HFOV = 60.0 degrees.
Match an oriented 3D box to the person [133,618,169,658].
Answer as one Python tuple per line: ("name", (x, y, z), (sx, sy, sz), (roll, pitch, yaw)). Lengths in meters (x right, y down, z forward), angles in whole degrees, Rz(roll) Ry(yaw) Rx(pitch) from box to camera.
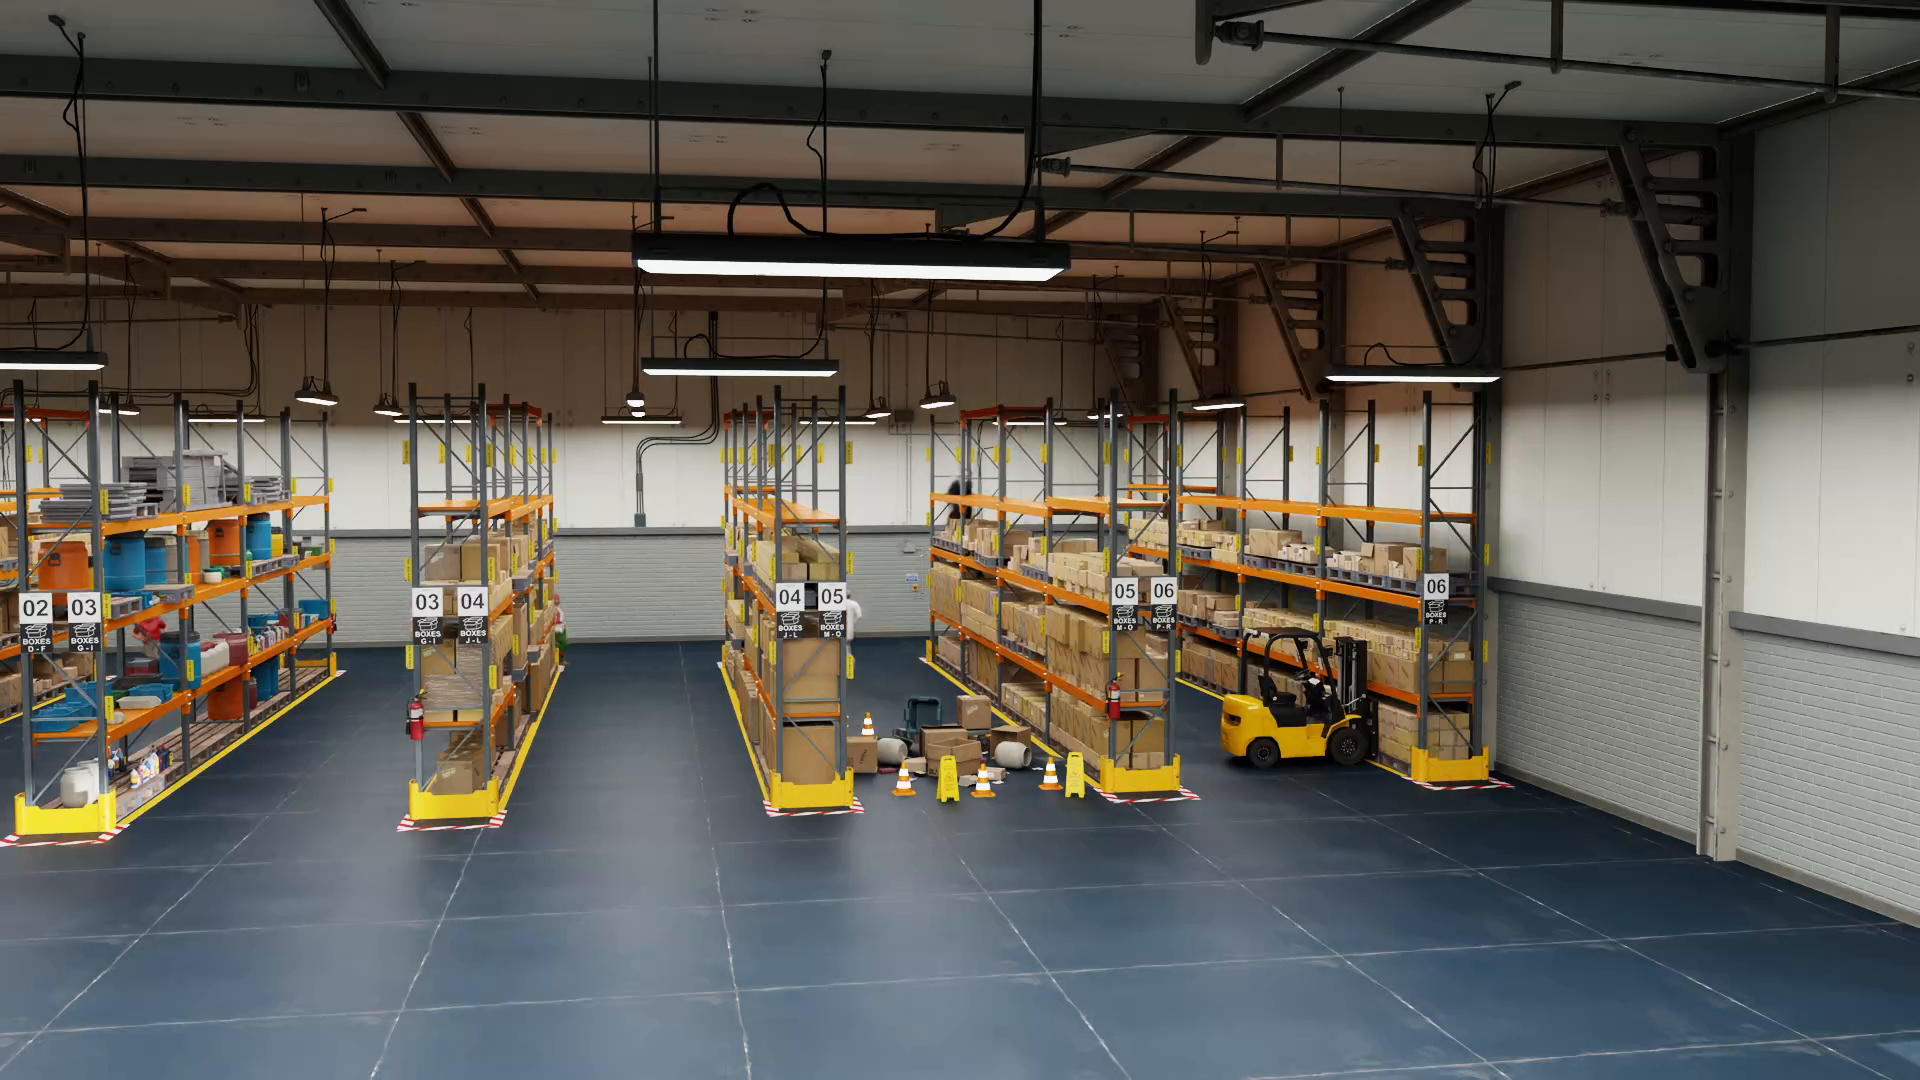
("person", (-17.703, 2.329, 36.395), (0.704, 1.690, 0.817), (-1, 3, -25))

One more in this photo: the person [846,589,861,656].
("person", (-2.569, 2.008, 37.076), (0.707, 1.687, 0.533), (-1, 3, -19))

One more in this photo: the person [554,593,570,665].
("person", (-9.678, 2.130, 39.693), (0.597, 1.733, 0.692), (0, 3, 9))
